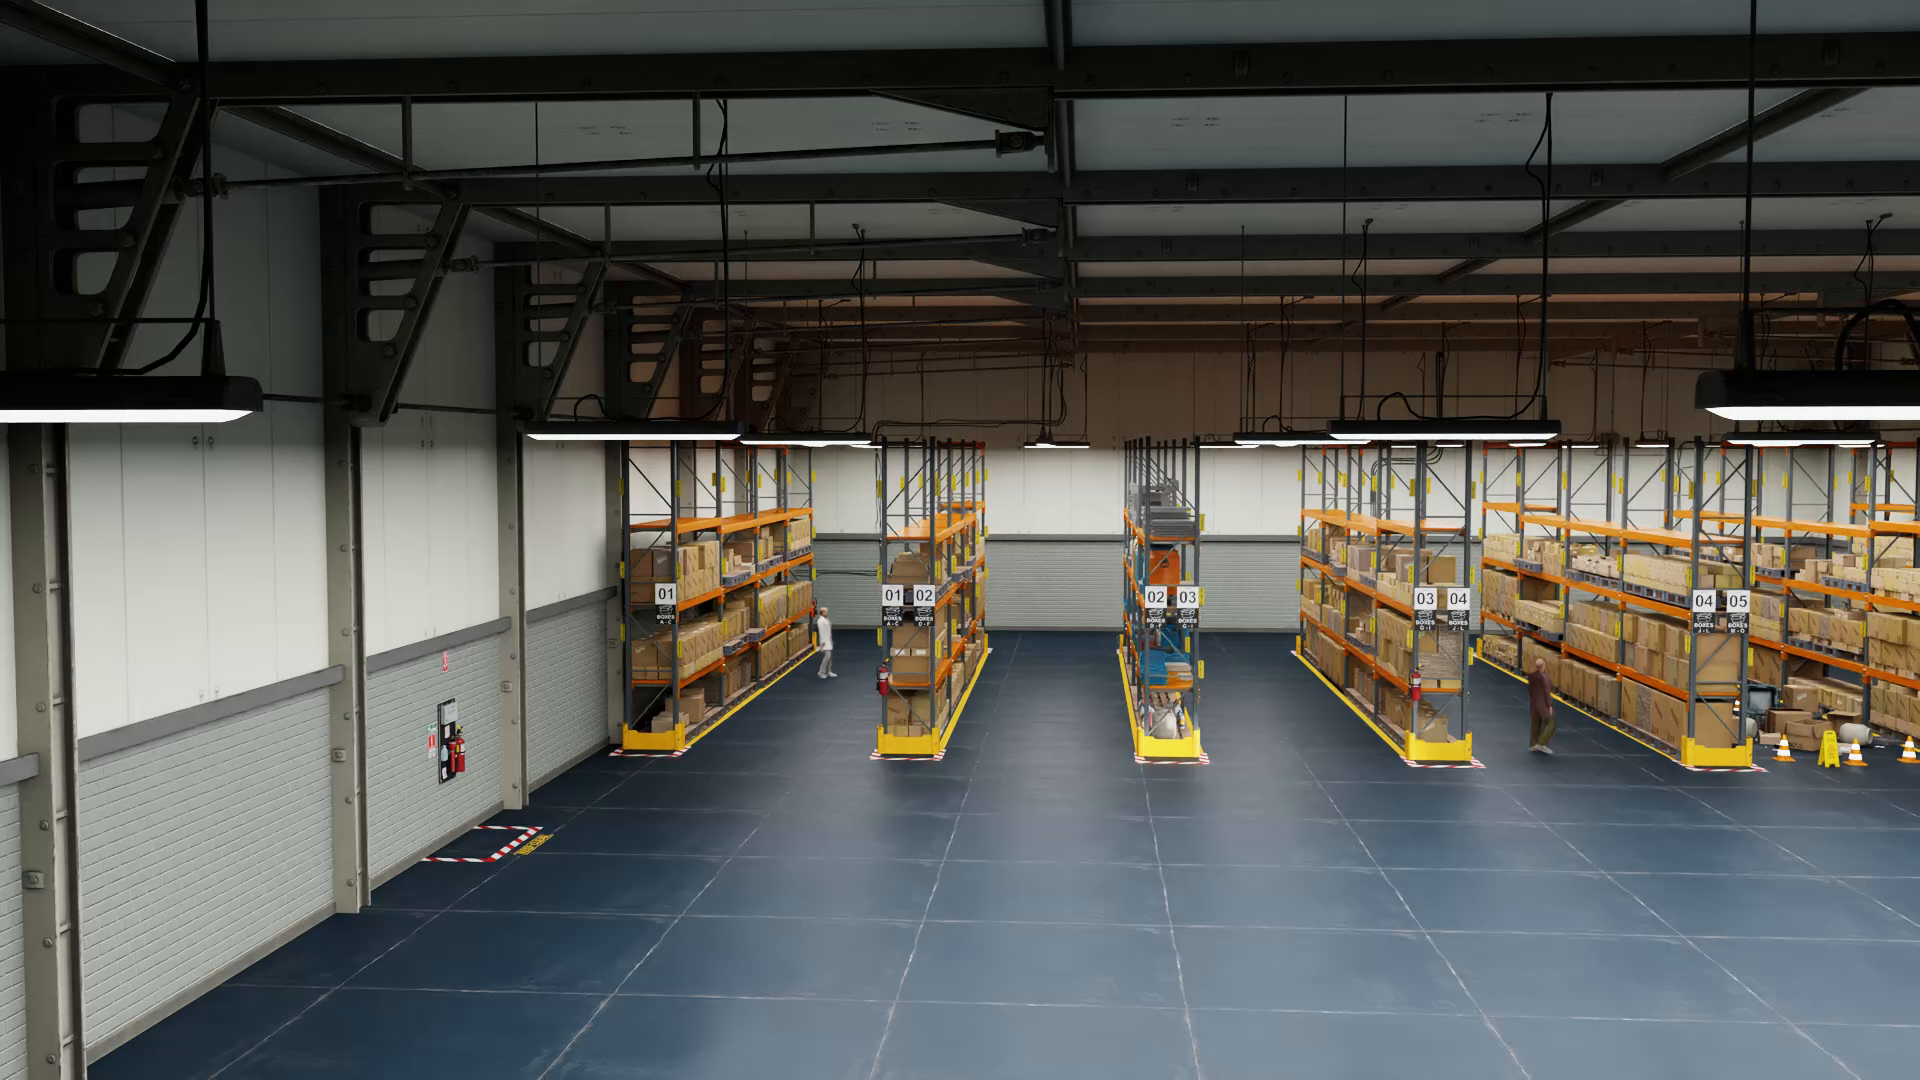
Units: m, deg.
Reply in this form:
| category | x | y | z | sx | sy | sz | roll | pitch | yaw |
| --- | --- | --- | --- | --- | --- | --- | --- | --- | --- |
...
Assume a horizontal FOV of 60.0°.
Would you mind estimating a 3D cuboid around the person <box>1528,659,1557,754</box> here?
| category | x | y | z | sx | sy | sz | roll | pitch | yaw |
| --- | --- | --- | --- | --- | --- | --- | --- | --- | --- |
| person | 11.038 | 3.142 | 31.547 | 0.445 | 1.772 | 0.672 | -1 | 3 | -17 |

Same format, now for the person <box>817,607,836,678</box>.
| category | x | y | z | sx | sy | sz | roll | pitch | yaw |
| --- | --- | --- | --- | --- | --- | --- | --- | --- | --- |
| person | -3.366 | 2.669 | 42.189 | 0.434 | 1.739 | 0.621 | 1 | 3 | 14 |

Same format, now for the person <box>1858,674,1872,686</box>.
| category | x | y | z | sx | sy | sz | roll | pitch | yaw |
| --- | --- | --- | --- | --- | --- | --- | --- | --- | --- |
| person | 21.939 | 2.654 | 40.355 | 0.647 | 1.744 | 0.692 | 0 | 3 | -7 |
